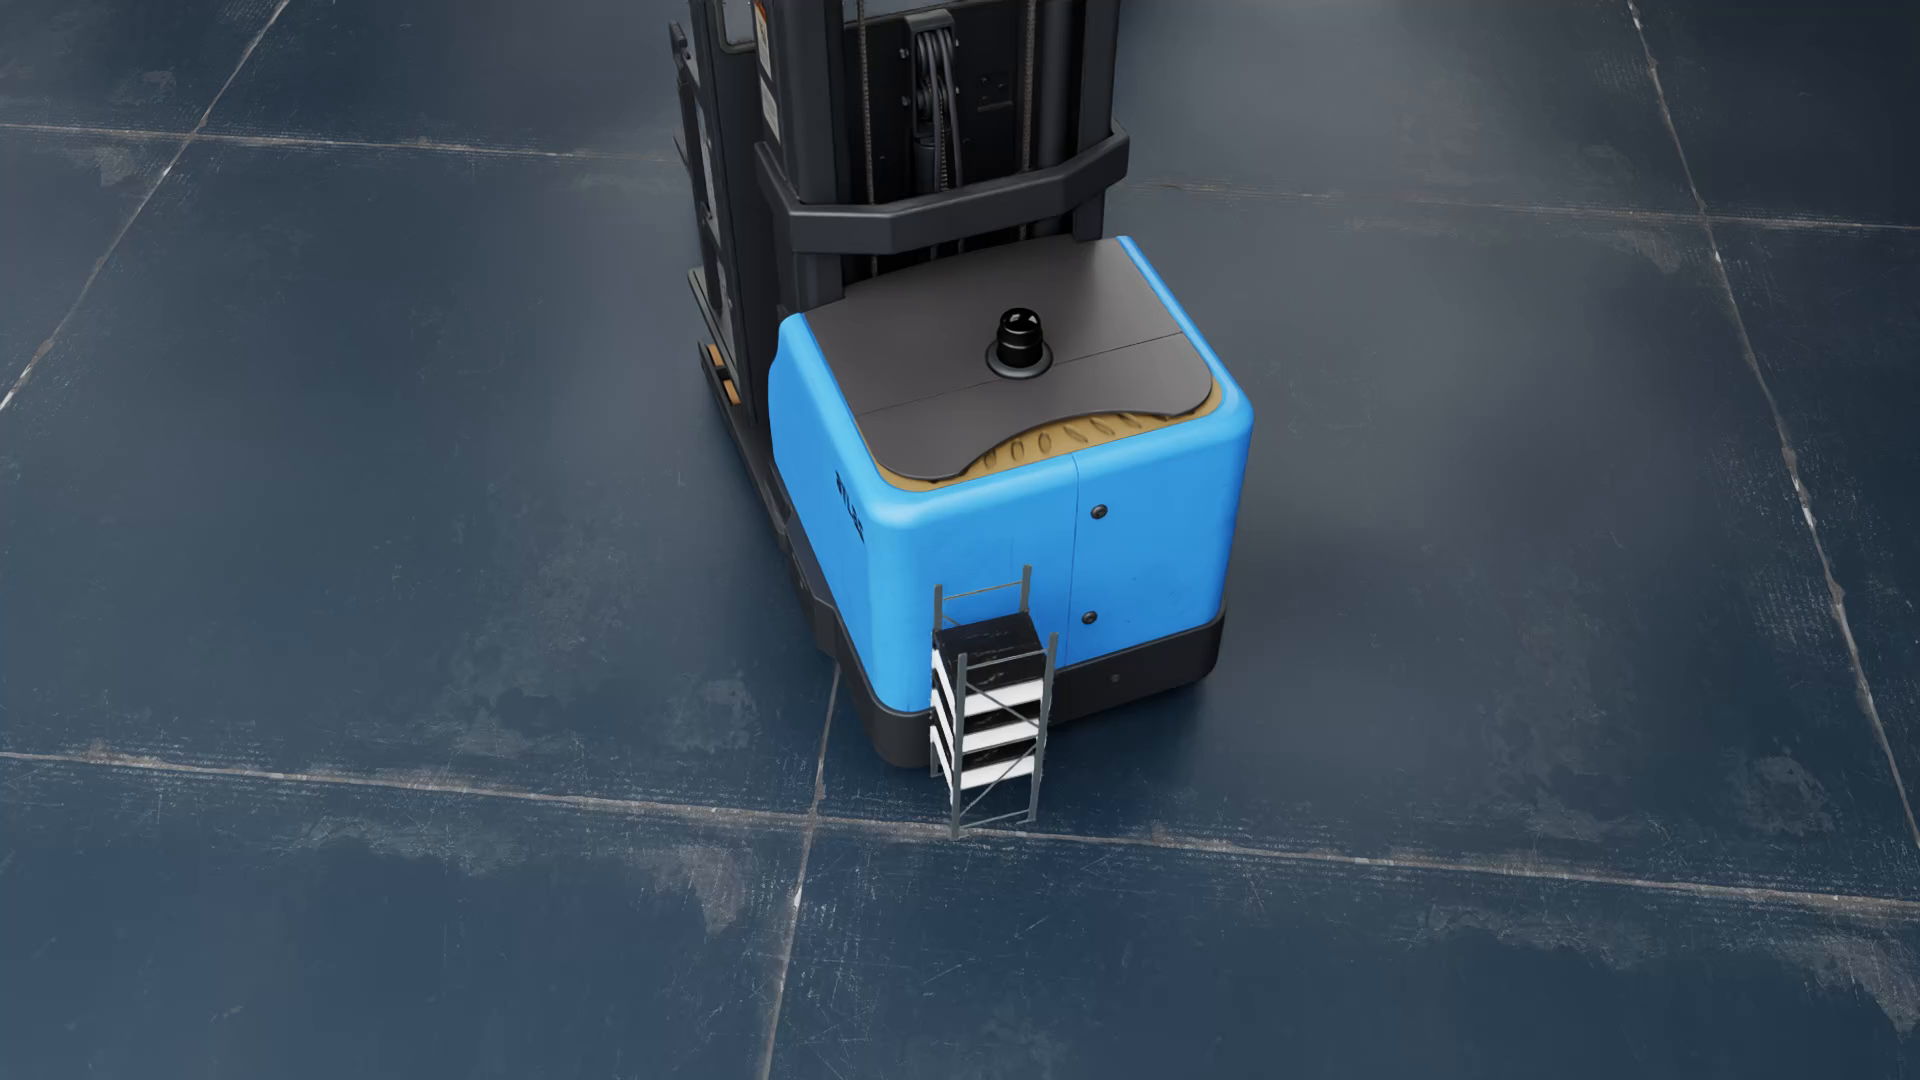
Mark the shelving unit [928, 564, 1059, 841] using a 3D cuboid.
[{"bbox_3d":[0.073,0.436,4.231,0.258,0.900,0.210,-12,54,-11],"label":"shelving unit"}]

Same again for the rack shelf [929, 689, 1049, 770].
[{"bbox_3d":[0.072,0.457,4.257,0.258,0.077,0.200,-12,54,-11],"label":"rack shelf"}]

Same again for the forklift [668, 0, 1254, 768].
[{"bbox_3d":[-0.248,-1.471,4.609,1.130,2.935,3.031,-16,49,-14],"label":"forklift"}]

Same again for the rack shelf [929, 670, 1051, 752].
[{"bbox_3d":[0.074,0.402,4.186,0.258,0.077,0.200,-12,54,-11],"label":"rack shelf"}]

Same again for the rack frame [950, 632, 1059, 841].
[{"bbox_3d":[0.101,0.514,4.172,0.240,0.900,0.006,-12,54,-11],"label":"rack frame"}]

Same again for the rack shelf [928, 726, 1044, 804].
[{"bbox_3d":[0.068,0.567,4.400,0.258,0.077,0.200,-12,54,-11],"label":"rack shelf"}]

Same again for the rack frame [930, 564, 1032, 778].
[{"bbox_3d":[0.044,0.359,4.290,0.240,0.900,0.006,-12,54,-11],"label":"rack frame"}]

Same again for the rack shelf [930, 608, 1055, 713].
[{"bbox_3d":[0.078,0.292,4.044,0.258,0.077,0.200,-12,54,-11],"label":"rack shelf"}]

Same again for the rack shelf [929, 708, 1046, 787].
[{"bbox_3d":[0.070,0.512,4.328,0.258,0.077,0.200,-12,54,-11],"label":"rack shelf"}]

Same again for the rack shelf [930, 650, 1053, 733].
[{"bbox_3d":[0.076,0.347,4.115,0.258,0.077,0.200,-12,54,-11],"label":"rack shelf"}]
